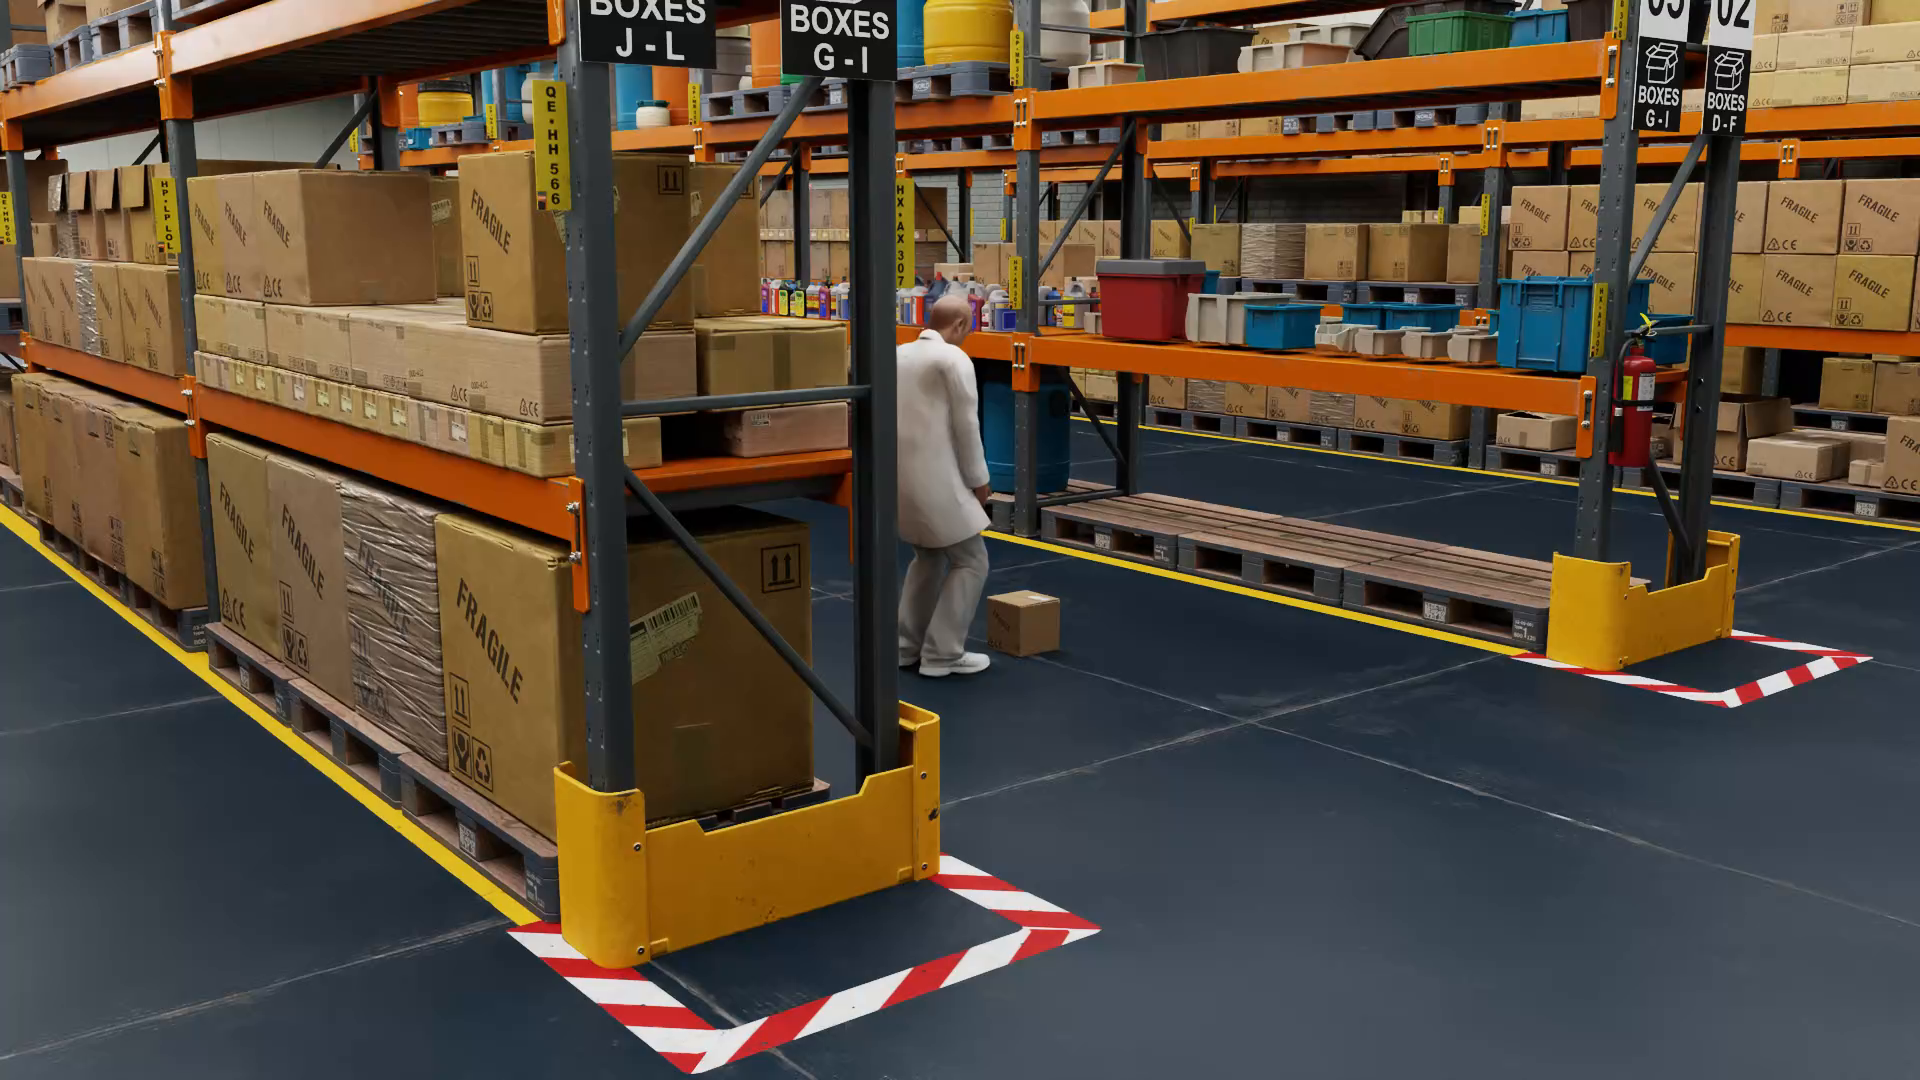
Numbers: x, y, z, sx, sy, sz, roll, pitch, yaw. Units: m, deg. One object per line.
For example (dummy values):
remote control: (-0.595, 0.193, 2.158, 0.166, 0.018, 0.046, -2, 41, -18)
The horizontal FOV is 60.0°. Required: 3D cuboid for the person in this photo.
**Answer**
person: (-0.121, -0.253, 7.535, 0.459, 1.702, 0.599, -8, 13, -36)
